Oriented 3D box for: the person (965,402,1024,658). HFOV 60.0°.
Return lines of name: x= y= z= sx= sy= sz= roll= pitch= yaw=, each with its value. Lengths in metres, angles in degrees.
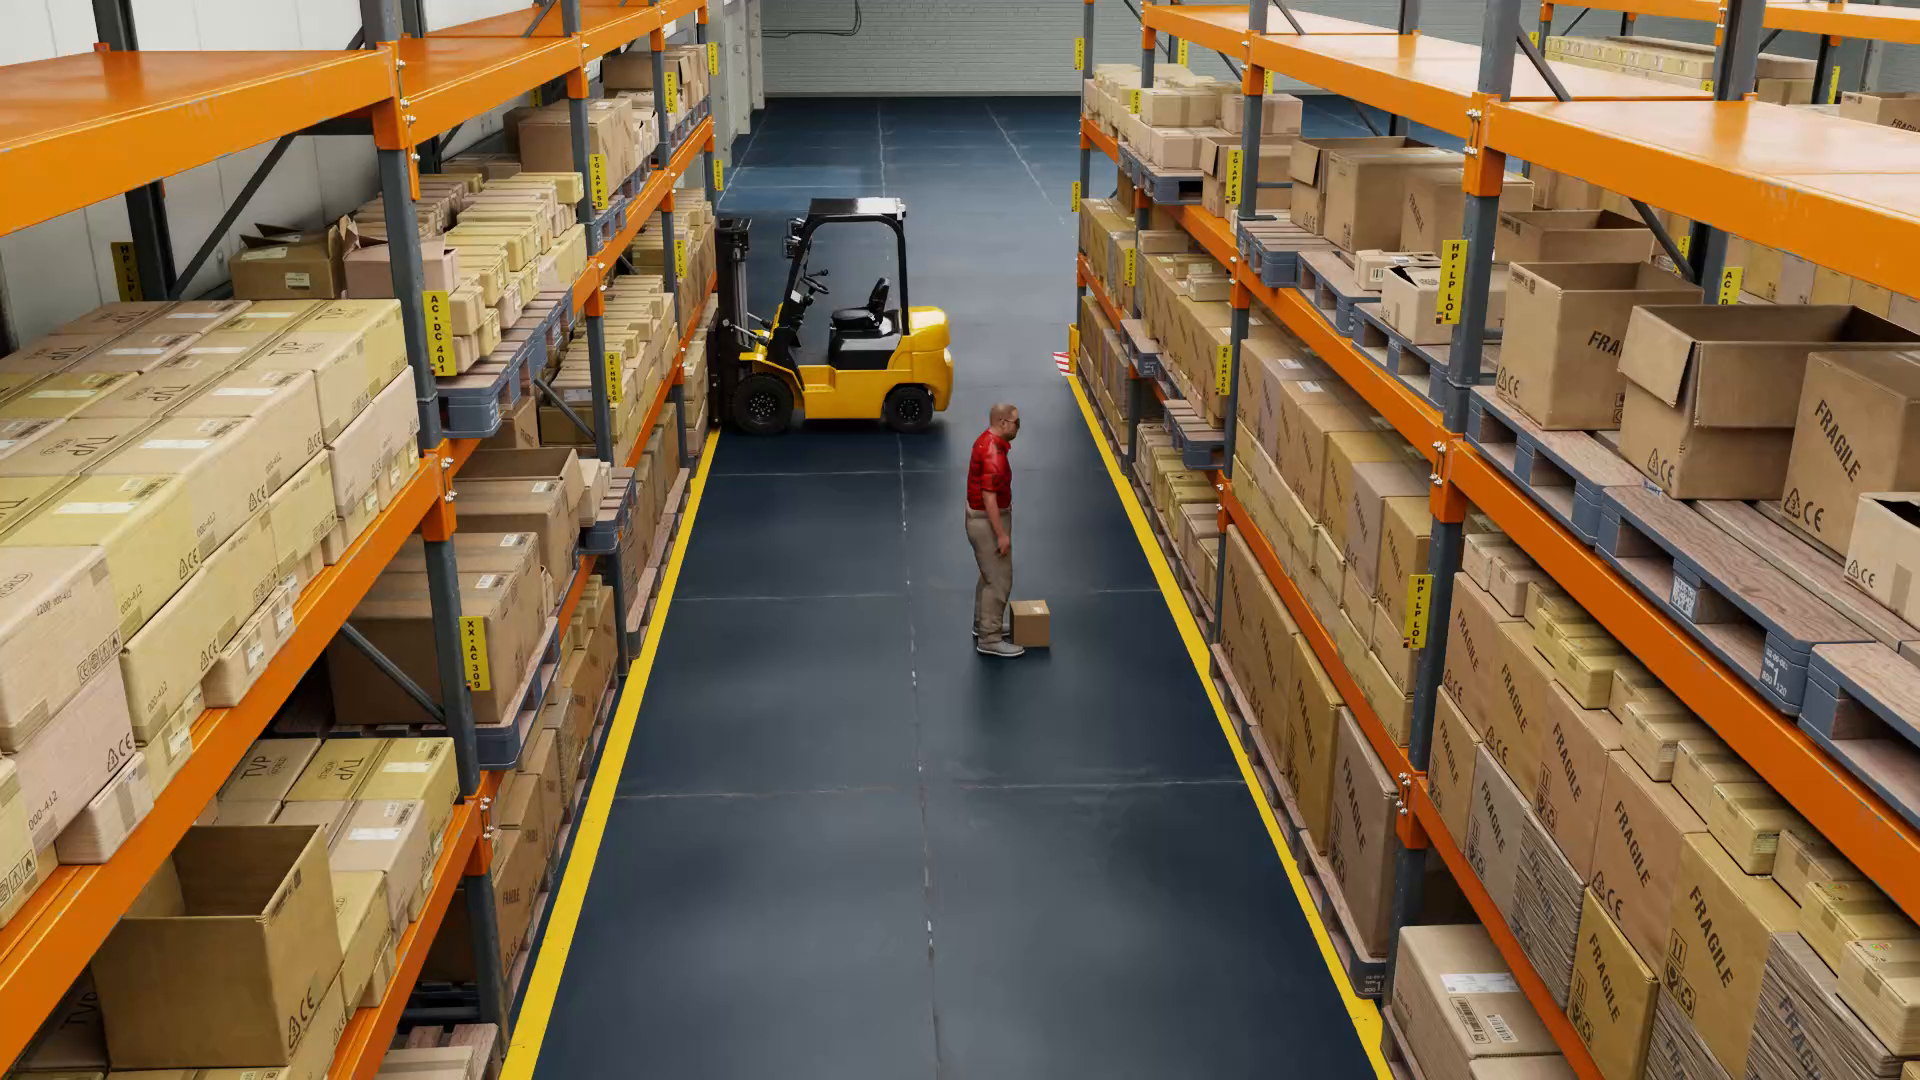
person: x=0.236 y=-0.097 z=11.357 sx=0.392 sy=1.727 sz=0.585 roll=-1 pitch=20 yaw=-3
